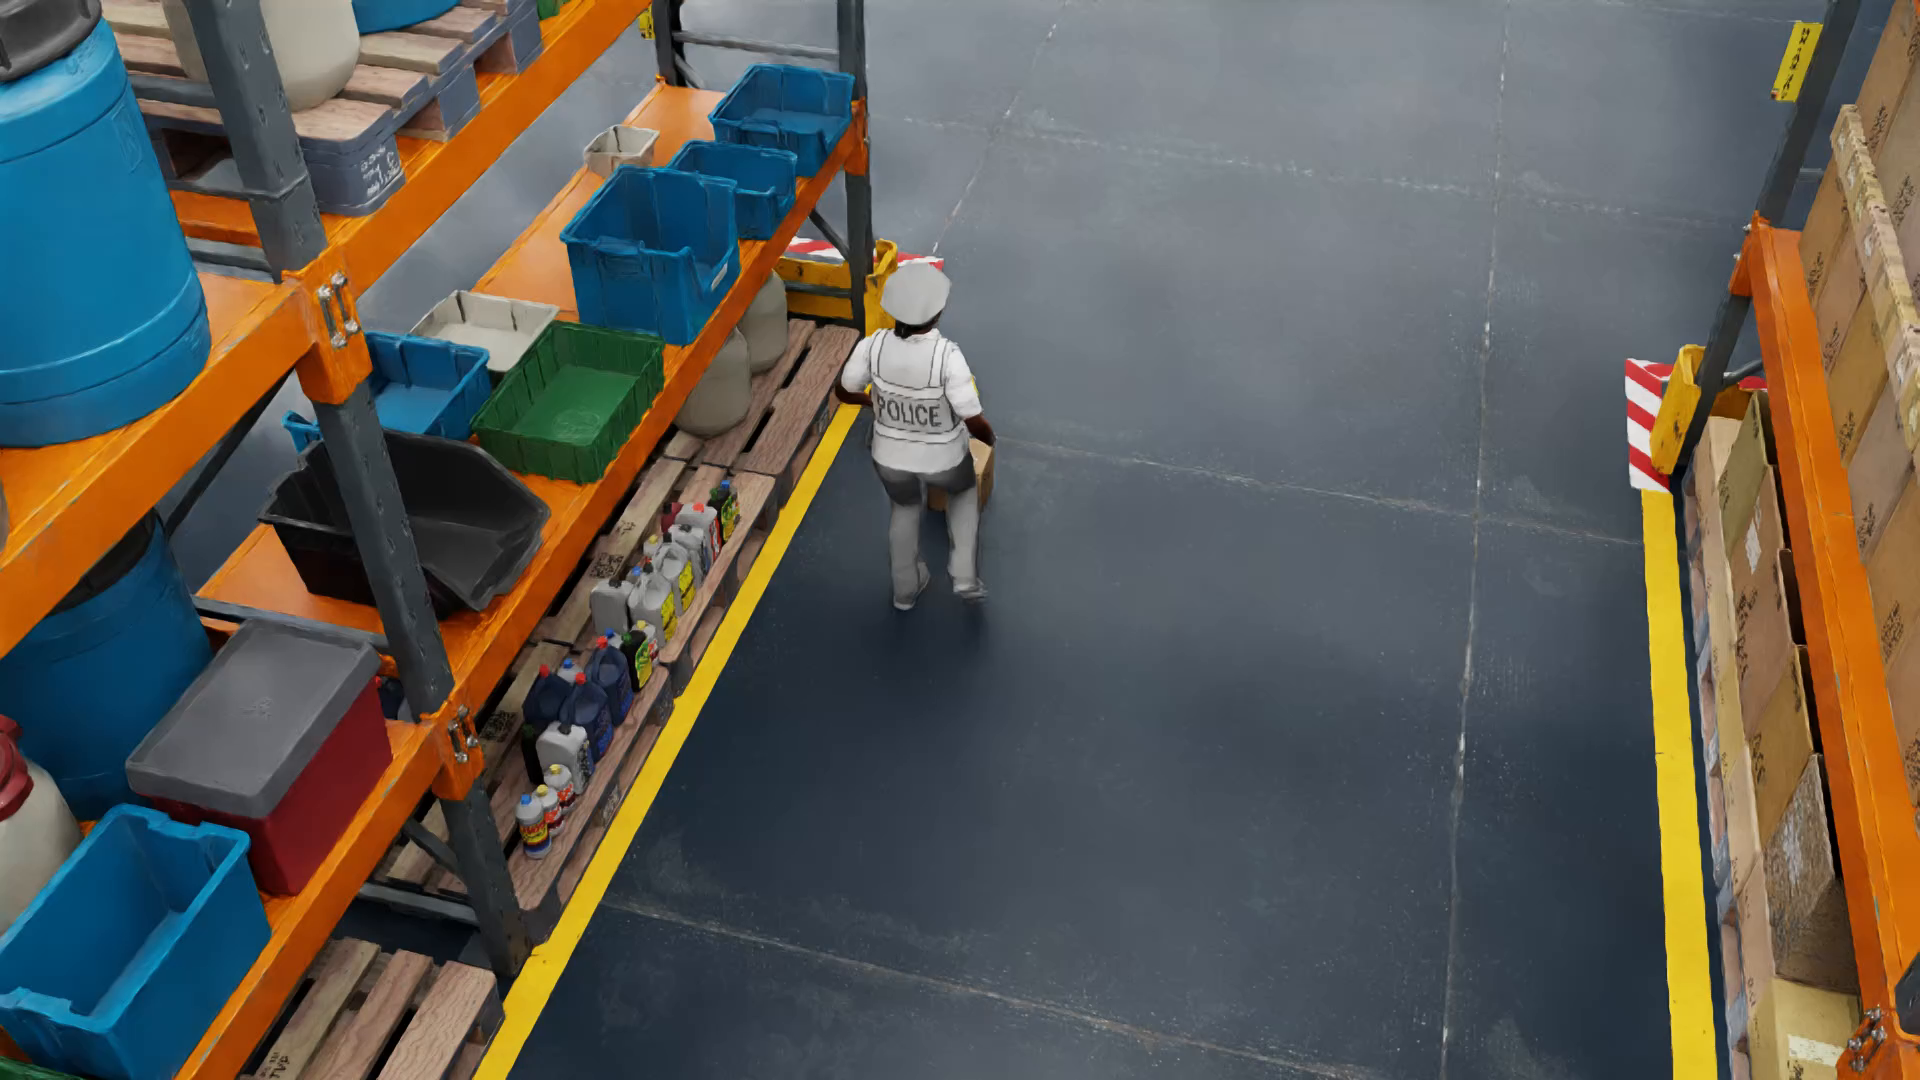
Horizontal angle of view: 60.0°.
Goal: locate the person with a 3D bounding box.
[{"bbox_3d":[-0.165,-0.400,6.620,0.626,1.670,0.469,6,42,7],"label":"person"}]
